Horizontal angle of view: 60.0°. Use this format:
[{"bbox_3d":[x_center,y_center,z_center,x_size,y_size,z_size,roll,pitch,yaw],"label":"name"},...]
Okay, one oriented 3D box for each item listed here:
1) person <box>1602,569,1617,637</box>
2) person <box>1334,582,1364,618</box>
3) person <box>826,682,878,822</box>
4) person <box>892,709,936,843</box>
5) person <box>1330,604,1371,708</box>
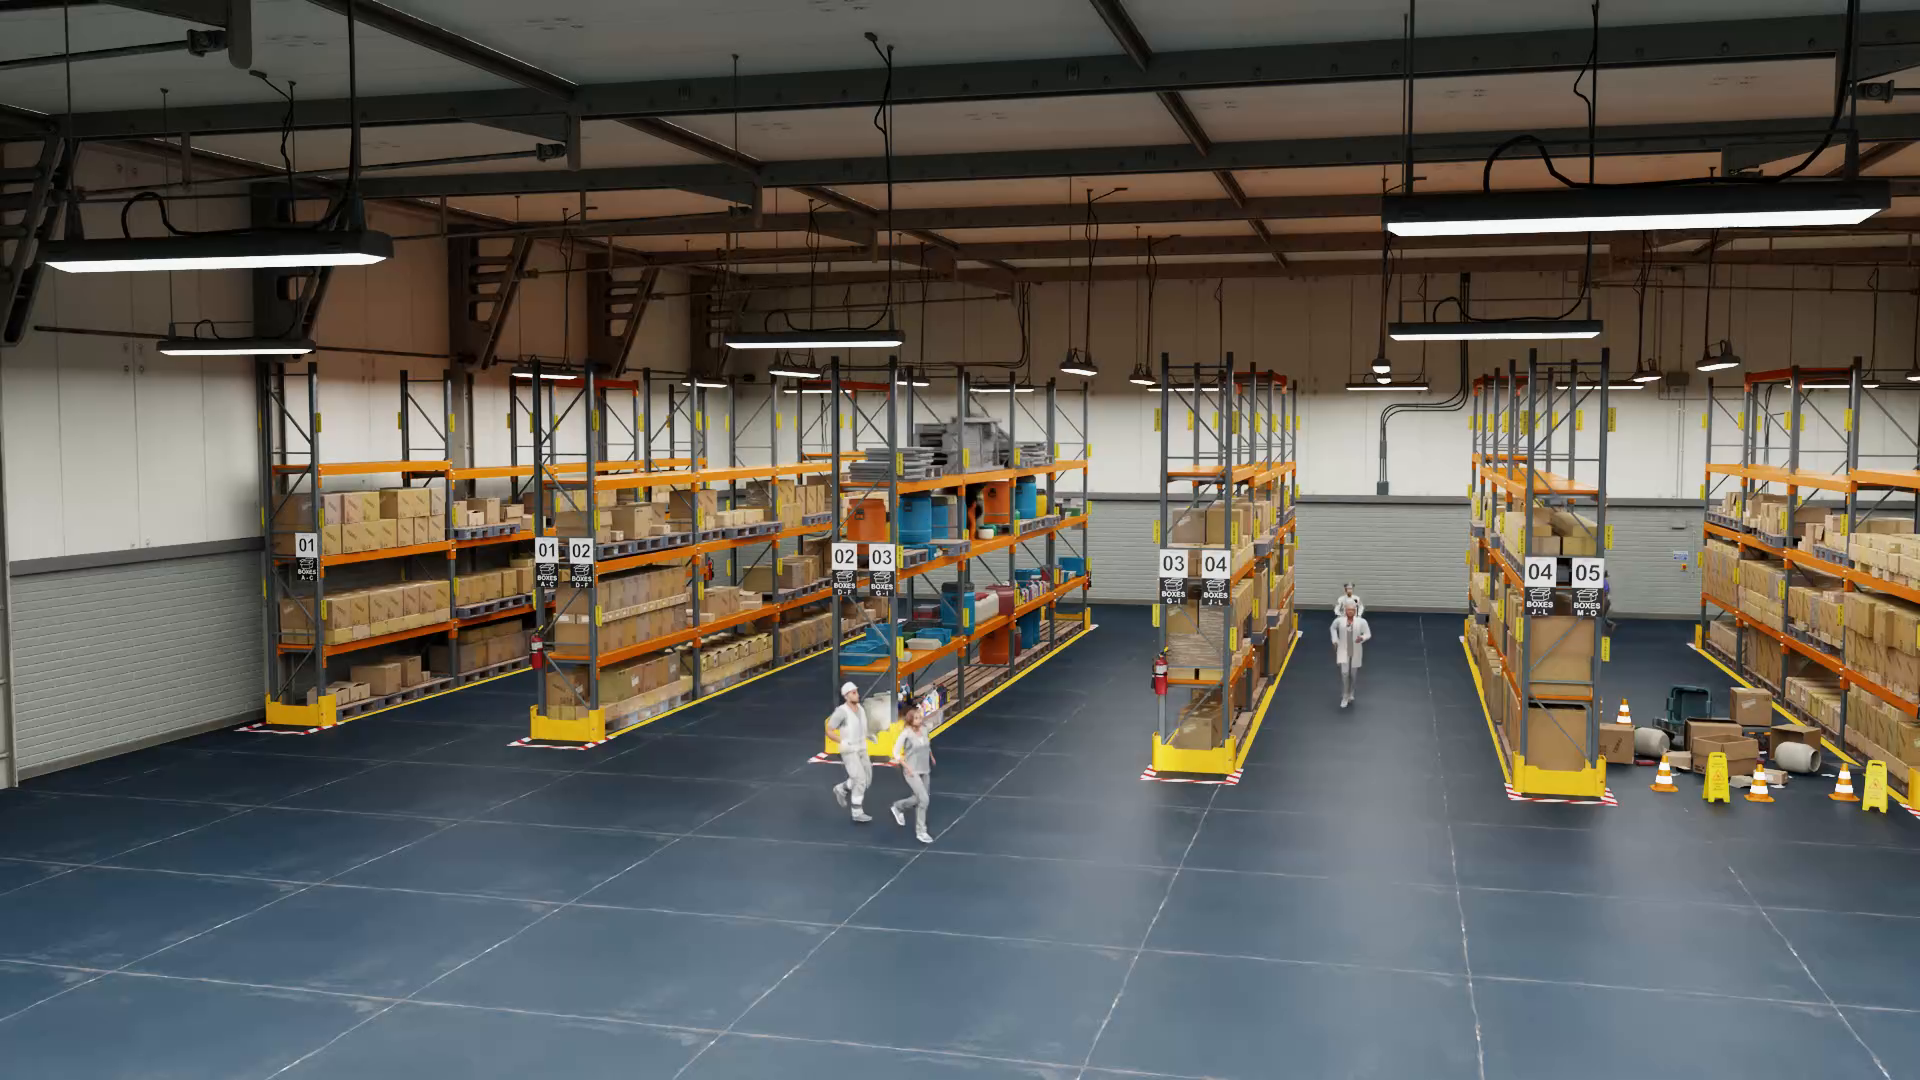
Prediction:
[{"bbox_3d":[14.962,1.490,38.618,0.597,1.628,0.572,1,4,17],"label":"person"},{"bbox_3d":[8.190,1.723,34.981,0.617,1.682,0.747,1,4,7],"label":"person"},{"bbox_3d":[-1.382,2.659,20.953,0.708,1.742,0.659,3,5,37],"label":"person"},{"bbox_3d":[-0.570,2.817,20.056,0.669,1.587,0.534,4,6,44],"label":"person"},{"bbox_3d":[6.944,2.043,29.563,0.688,1.841,0.873,1,4,9],"label":"person"}]
